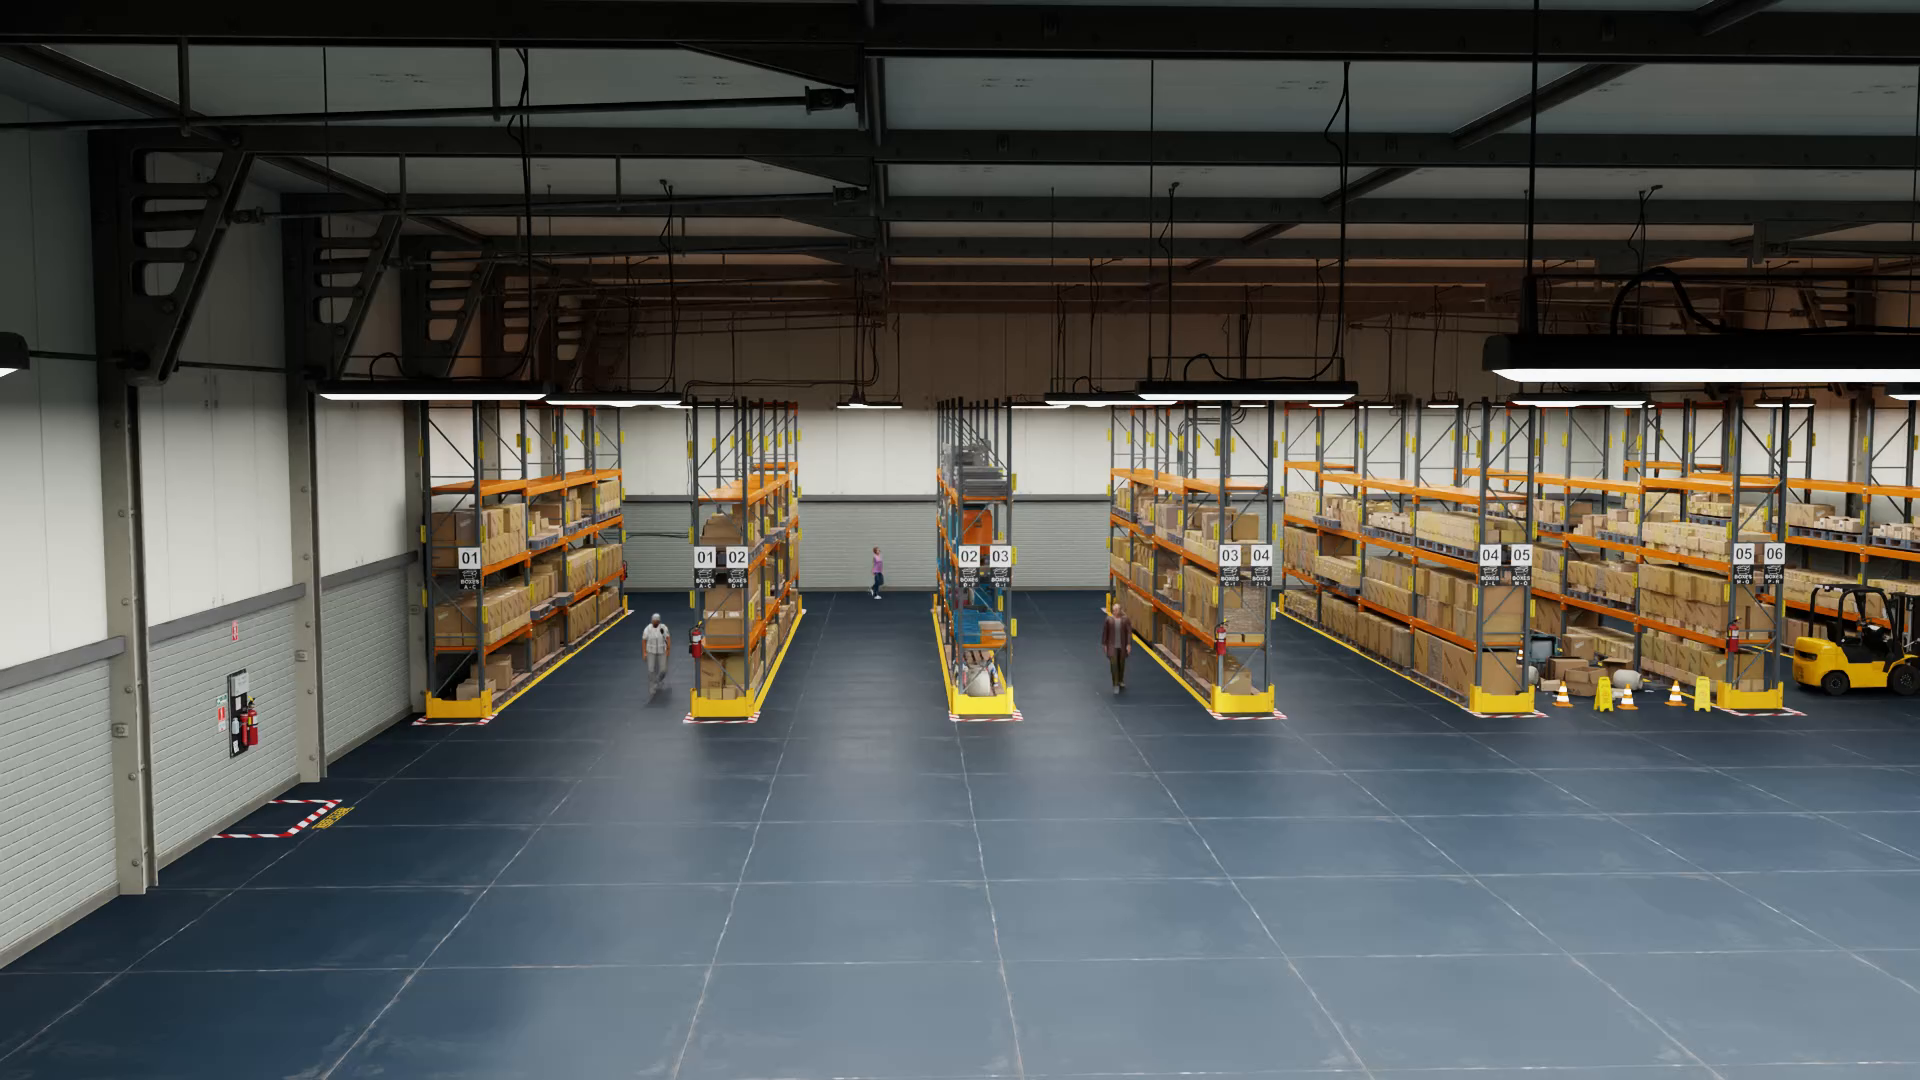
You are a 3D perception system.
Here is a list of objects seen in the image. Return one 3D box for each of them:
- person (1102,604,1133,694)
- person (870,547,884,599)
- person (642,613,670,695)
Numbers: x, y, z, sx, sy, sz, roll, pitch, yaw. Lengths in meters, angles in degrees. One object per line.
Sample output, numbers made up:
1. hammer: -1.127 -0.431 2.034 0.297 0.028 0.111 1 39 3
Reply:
1. person: 3.231 2.221 34.130 0.617 1.818 0.846 0 4 0
2. person: -2.566 0.991 50.780 0.513 1.587 0.425 3 6 38
3. person: -6.192 2.298 33.902 0.571 1.647 0.592 -1 4 -11
